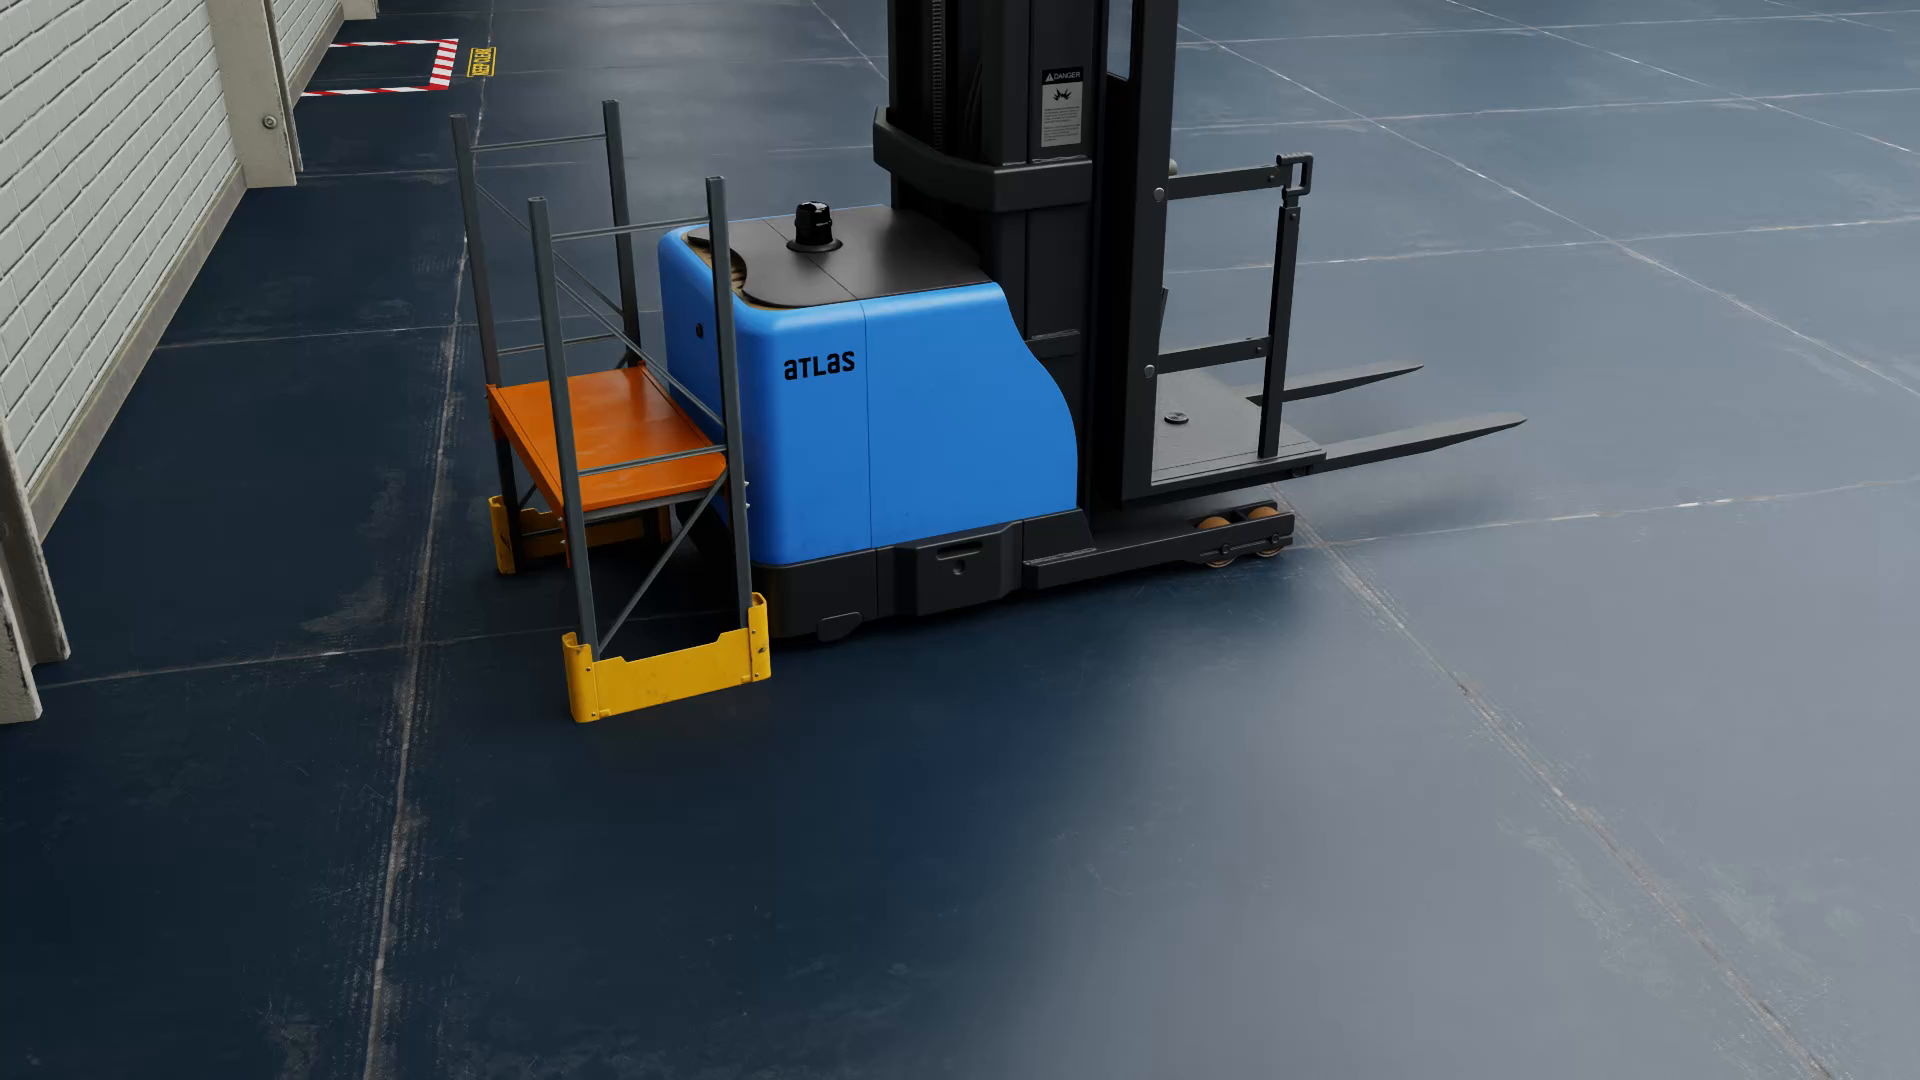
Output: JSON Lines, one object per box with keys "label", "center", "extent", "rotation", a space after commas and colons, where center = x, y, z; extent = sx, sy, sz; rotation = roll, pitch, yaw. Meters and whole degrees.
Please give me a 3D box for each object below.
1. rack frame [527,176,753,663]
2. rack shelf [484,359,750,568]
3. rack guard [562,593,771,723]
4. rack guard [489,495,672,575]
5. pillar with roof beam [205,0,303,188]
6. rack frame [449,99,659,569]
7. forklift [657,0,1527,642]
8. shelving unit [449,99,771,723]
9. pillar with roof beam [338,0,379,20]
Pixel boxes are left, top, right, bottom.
{"label": "rack frame", "center": [-0.832, -0.213, 4.507], "extent": [0.500, 1.500, 0.032], "rotation": [-12, 29, -23]}
{"label": "rack shelf", "center": [-1.052, -0.259, 4.997], "extent": [0.538, 0.185, 1.000], "rotation": [-12, 29, -23]}
{"label": "rack guard", "center": [-0.839, 0.337, 4.804], "extent": [0.587, 0.250, 0.087], "rotation": [-12, 29, -23]}
{"label": "rack guard", "center": [-1.271, -0.067, 5.605], "extent": [0.587, 0.250, 0.087], "rotation": [-12, 29, -23]}
{"label": "pillar with roof beam", "center": [0.020, -6.648, 8.935], "extent": [9.100, 9.000, 0.400], "rotation": [-6, 27, -12]}
{"label": "rack frame", "center": [-1.273, -0.626, 5.324], "extent": [0.500, 1.500, 0.032], "rotation": [-12, 29, -23]}
{"label": "forklift", "center": [0.578, -1.422, 5.315], "extent": [3.031, 2.935, 1.130], "rotation": [-11, 29, -21]}
{"label": "shelving unit", "center": [-1.056, -0.423, 4.923], "extent": [0.587, 1.500, 1.083], "rotation": [-12, 29, -23]}
{"label": "pillar with roof beam", "center": [-1.332, -9.282, 14.154], "extent": [9.100, 9.000, 0.400], "rotation": [-6, 27, -12]}
